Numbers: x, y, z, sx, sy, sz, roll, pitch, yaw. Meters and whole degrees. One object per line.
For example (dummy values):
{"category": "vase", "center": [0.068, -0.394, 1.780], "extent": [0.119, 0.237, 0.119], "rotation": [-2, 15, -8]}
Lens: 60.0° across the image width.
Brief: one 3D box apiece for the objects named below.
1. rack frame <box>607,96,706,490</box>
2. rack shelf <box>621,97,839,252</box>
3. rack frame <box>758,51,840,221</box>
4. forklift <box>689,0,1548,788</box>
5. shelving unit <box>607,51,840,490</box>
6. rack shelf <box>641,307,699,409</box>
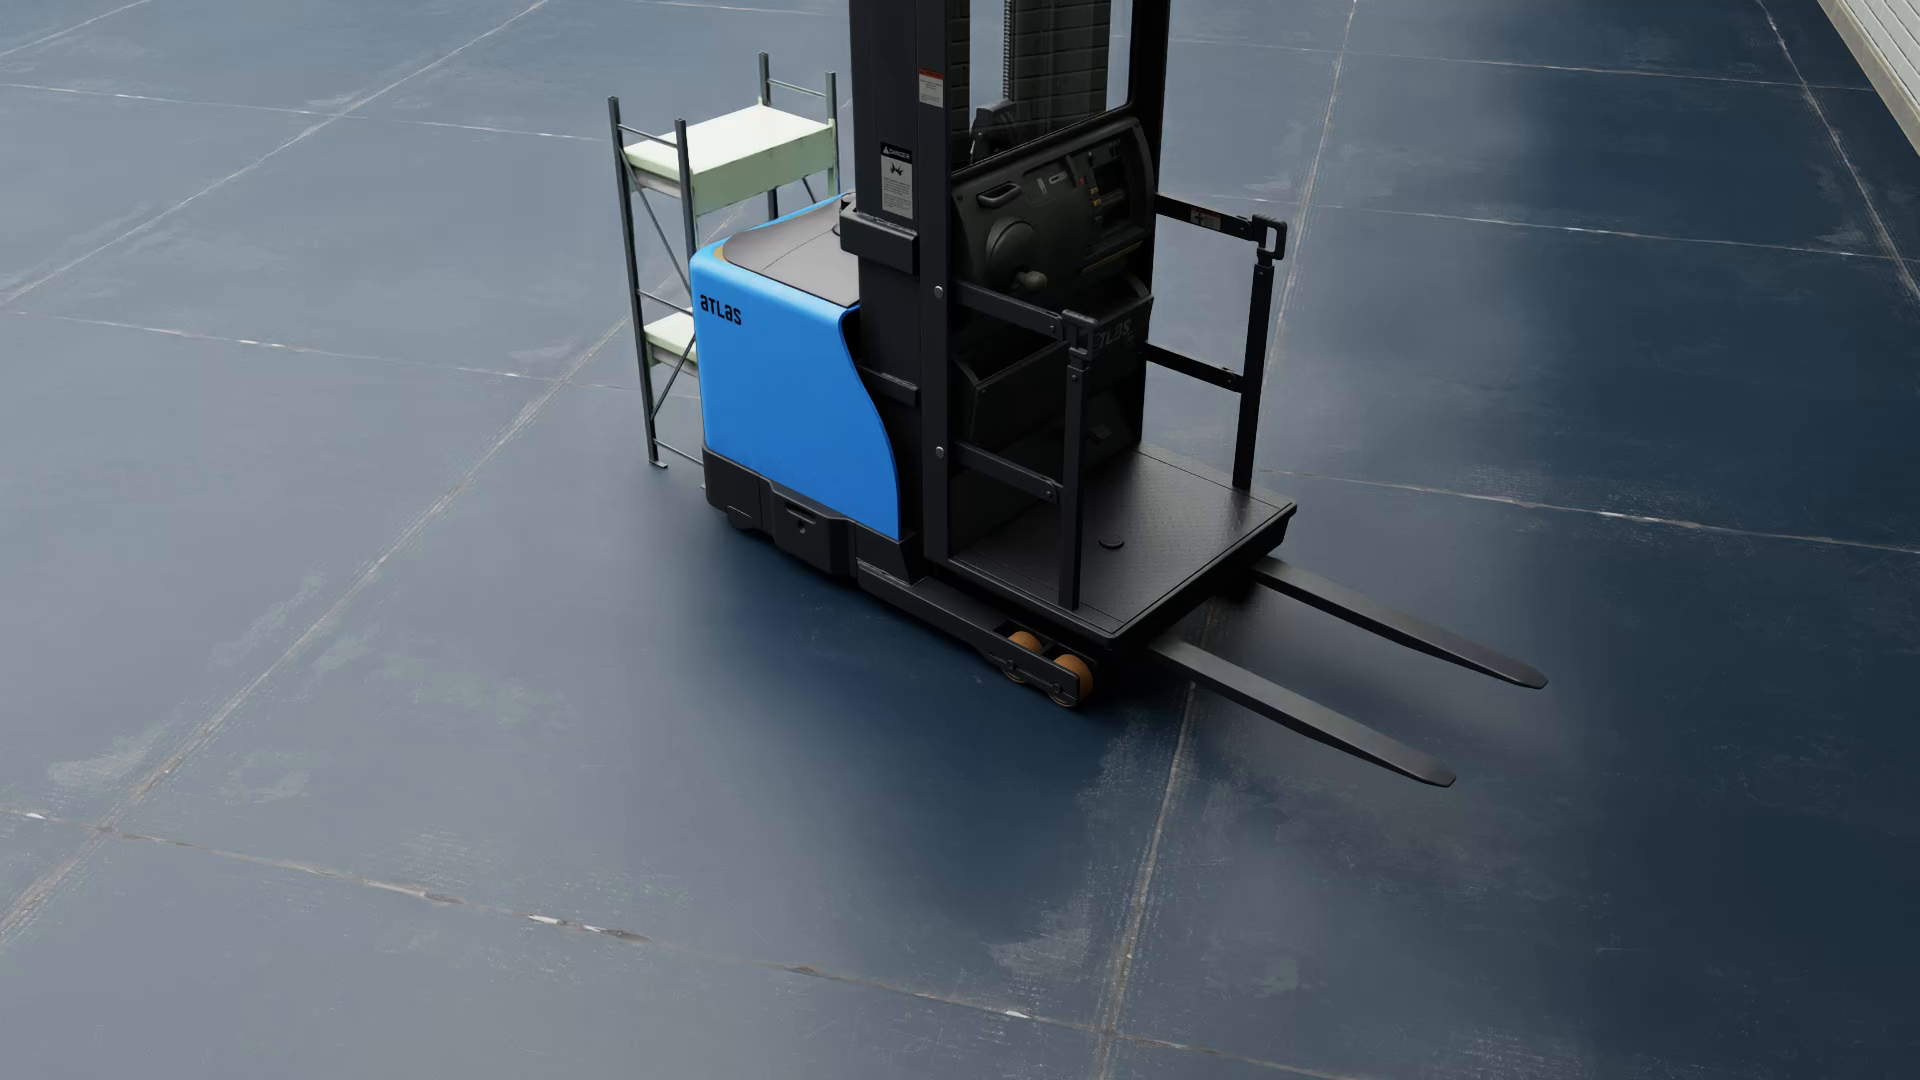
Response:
{"category": "rack frame", "center": [-1.104, -0.885, 6.244], "extent": [0.400, 1.500, 0.023], "rotation": [25, 40, 34]}
{"category": "rack shelf", "center": [-0.863, -1.362, 6.267], "extent": [0.431, 0.370, 0.720], "rotation": [25, 40, 34]}
{"category": "rack frame", "center": [-0.622, -1.180, 6.708], "extent": [0.400, 1.500, 0.023], "rotation": [25, 40, 34]}
{"category": "forklift", "center": [0.468, -1.016, 5.117], "extent": [3.031, 2.935, 1.130], "rotation": [25, 40, 34]}
{"category": "shelving unit", "center": [-0.863, -1.032, 6.476], "extent": [0.431, 1.500, 0.755], "rotation": [25, 40, 34]}
{"category": "rack shelf", "center": [-0.863, -0.757, 6.651], "extent": [0.431, 0.370, 0.720], "rotation": [25, 40, 34]}
